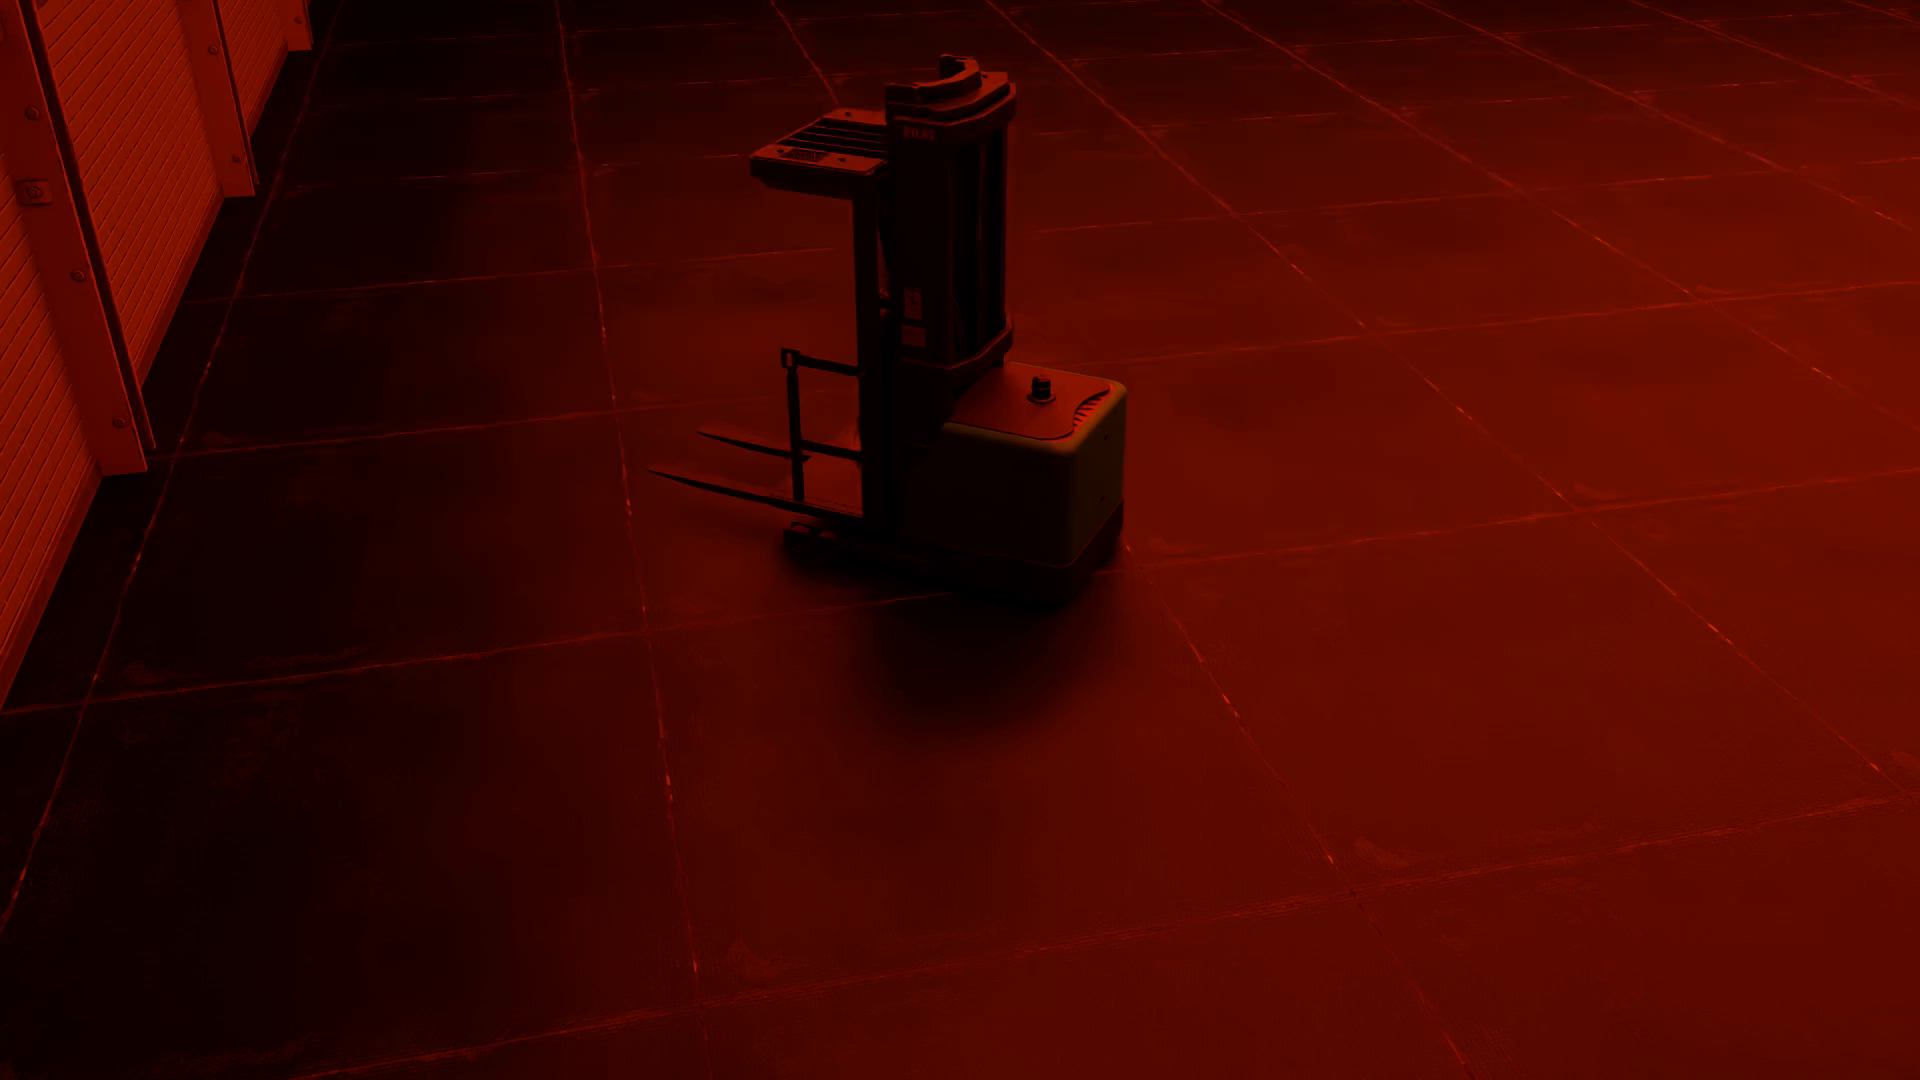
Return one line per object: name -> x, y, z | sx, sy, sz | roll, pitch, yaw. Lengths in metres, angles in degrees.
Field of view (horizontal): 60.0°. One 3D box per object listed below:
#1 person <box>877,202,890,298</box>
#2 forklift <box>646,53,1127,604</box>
person -> -0.531, -2.716, 13.527 | 0.570, 1.654, 0.504 | -16, 33, -25
forklift -> -0.542, -1.378, 9.956 | 3.031, 2.935, 1.130 | 13, 32, 21
